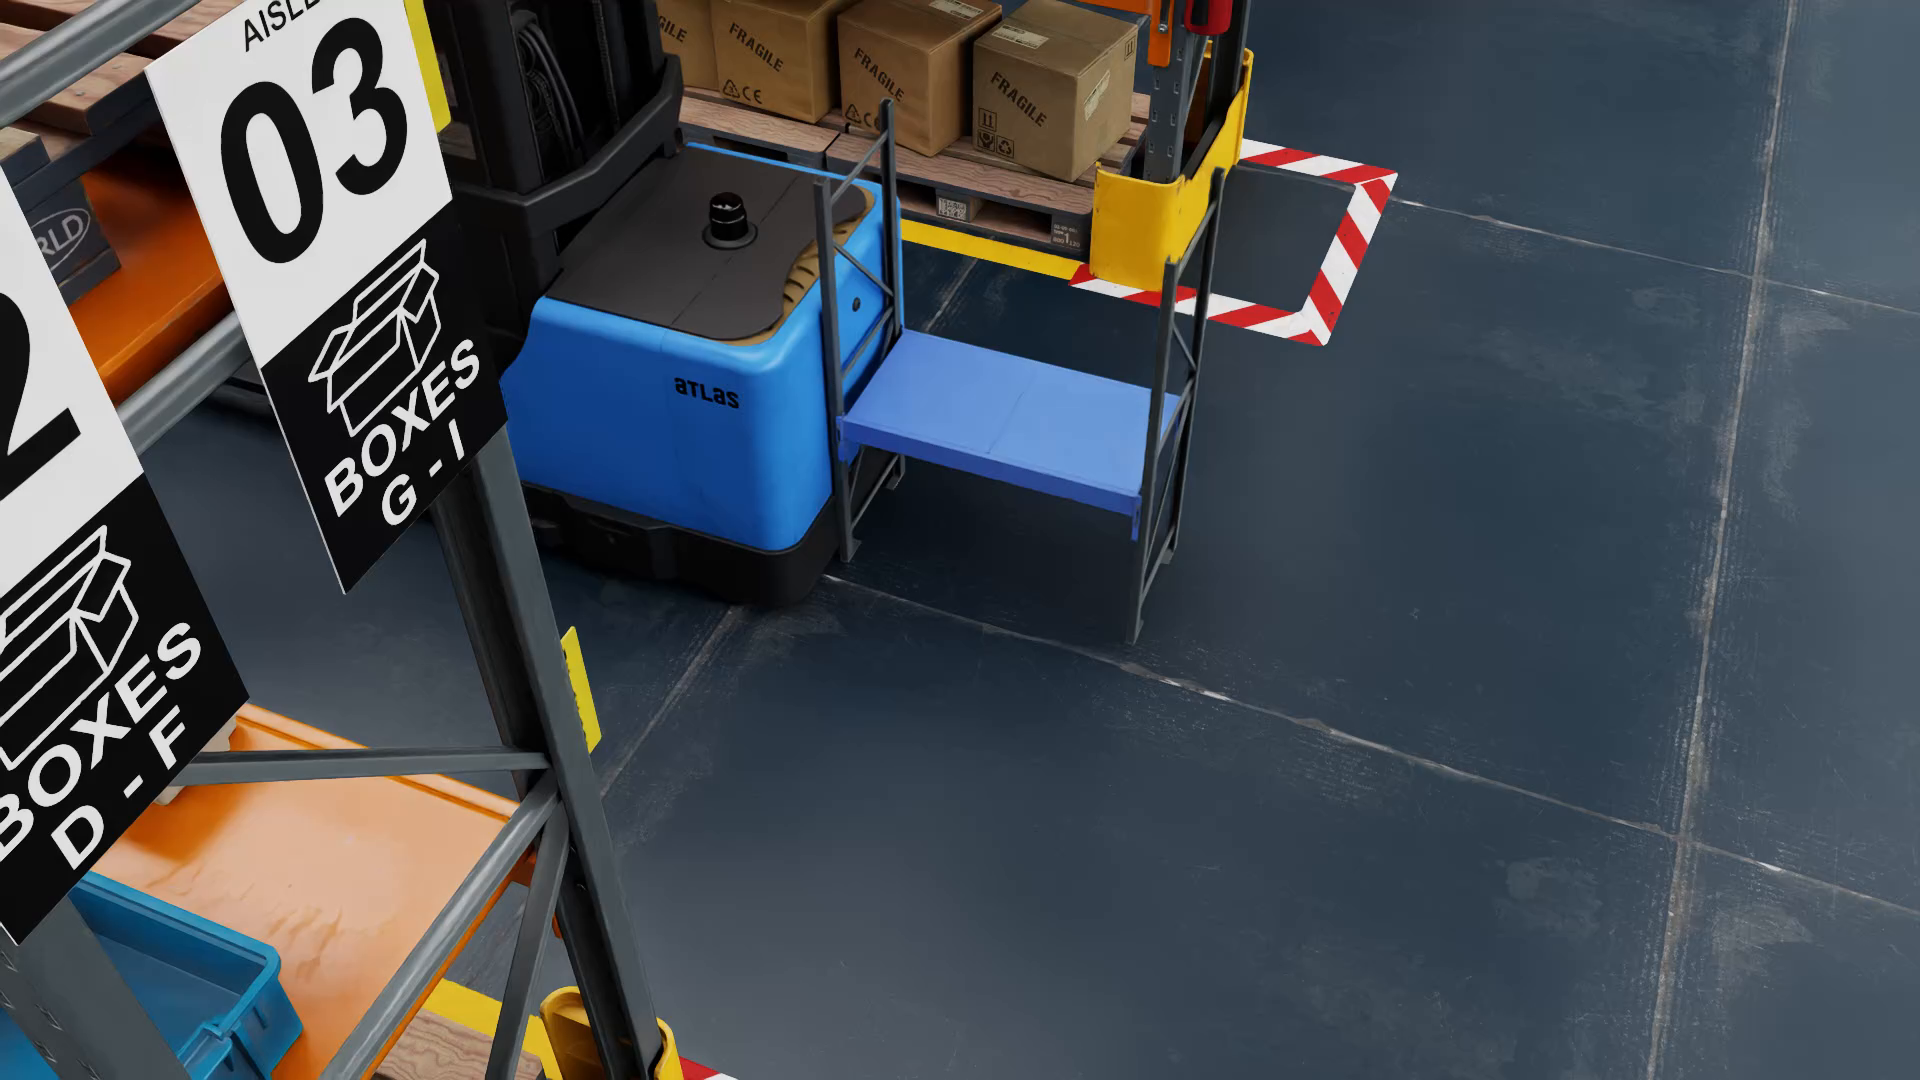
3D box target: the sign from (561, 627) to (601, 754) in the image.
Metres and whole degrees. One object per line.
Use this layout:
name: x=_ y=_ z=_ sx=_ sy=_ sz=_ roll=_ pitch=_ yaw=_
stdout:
sign: x=-0.725 y=0.304 z=3.121 sx=0.005 sy=0.325 sz=0.100 roll=16 pitch=47 yaw=16

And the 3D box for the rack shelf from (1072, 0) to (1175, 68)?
rack shelf: x=-0.880 y=-2.753 z=6.900 sx=4.000 sy=0.370 sz=1.077 roll=16 pitch=47 yaw=16

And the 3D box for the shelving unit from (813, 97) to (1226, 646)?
shelving unit: x=0.170 y=-0.487 z=5.176 sx=1.048 sy=1.500 sz=0.538 roll=16 pitch=47 yaw=15

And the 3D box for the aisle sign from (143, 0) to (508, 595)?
aisle sign: x=-0.762 y=-0.333 z=2.115 sx=0.004 sy=0.787 sz=0.394 roll=16 pitch=47 yaw=16

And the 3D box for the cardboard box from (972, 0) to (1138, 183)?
cardboard box: x=0.396 y=-1.908 z=7.015 sx=0.500 sy=0.500 sz=0.500 roll=25 pitch=50 yaw=23

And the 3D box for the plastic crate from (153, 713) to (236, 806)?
plastic crate: x=-1.643 y=0.401 z=3.408 sx=0.250 sy=0.136 sz=0.298 roll=16 pitch=47 yaw=16

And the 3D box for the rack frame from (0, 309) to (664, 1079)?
rack frame: x=-0.941 y=0.760 z=2.860 sx=0.127 sy=3.000 sz=1.000 roll=16 pitch=47 yaw=16

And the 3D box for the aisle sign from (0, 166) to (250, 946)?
aisle sign: x=-0.989 y=0.051 z=1.729 sx=0.004 sy=0.787 sz=0.394 roll=16 pitch=47 yaw=16

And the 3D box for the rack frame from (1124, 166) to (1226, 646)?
rack frame: x=0.642 y=-0.354 z=5.043 sx=0.032 sy=1.500 sz=0.500 roll=16 pitch=47 yaw=15

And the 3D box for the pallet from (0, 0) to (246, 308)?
pallet: x=-1.667 y=-0.525 z=2.158 sx=1.213 sy=0.211 sz=1.003 roll=16 pitch=47 yaw=16

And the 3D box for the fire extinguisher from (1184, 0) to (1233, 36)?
fire extinguisher: x=0.894 y=-2.106 z=5.795 sx=0.183 sy=0.674 sz=0.296 roll=16 pitch=47 yaw=16

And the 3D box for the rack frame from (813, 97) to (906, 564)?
rack frame: x=-0.303 y=-0.619 z=5.309 sx=0.032 sy=1.500 sz=0.500 roll=16 pitch=47 yaw=15

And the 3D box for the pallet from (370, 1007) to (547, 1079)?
pallet: x=-1.777 y=1.534 z=4.059 sx=1.213 sy=0.211 sz=1.003 roll=16 pitch=47 yaw=16

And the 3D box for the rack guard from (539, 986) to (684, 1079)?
rack guard: x=-1.030 y=1.656 z=3.732 sx=0.348 sy=0.500 sz=1.175 roll=16 pitch=47 yaw=16

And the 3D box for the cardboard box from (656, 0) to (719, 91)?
cardboard box: x=-1.238 y=-2.411 z=7.521 sx=0.500 sy=0.500 sz=0.500 roll=13 pitch=46 yaw=12

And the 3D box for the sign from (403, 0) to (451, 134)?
sign: x=-0.725 y=-0.664 z=2.158 sx=0.005 sy=0.325 sz=0.100 roll=16 pitch=47 yaw=16

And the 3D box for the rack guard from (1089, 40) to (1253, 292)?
rack guard: x=0.895 y=-1.599 z=7.003 sx=0.348 sy=0.500 sz=1.175 roll=16 pitch=47 yaw=16

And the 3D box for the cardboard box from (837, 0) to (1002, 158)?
cardboard box: x=-0.169 y=-2.048 z=7.156 sx=0.500 sy=0.500 sz=0.500 roll=29 pitch=52 yaw=26

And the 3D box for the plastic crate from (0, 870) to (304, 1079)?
plastic crate: x=-1.518 y=0.871 z=2.853 sx=0.616 sy=0.251 sz=0.499 roll=16 pitch=47 yaw=16

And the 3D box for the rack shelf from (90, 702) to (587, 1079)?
rack shelf: x=-2.787 y=0.471 z=3.660 sx=4.000 sy=0.370 sz=1.077 roll=16 pitch=47 yaw=16

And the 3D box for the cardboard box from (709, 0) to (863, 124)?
cardboard box: x=-0.740 y=-2.230 z=7.339 sx=0.500 sy=0.500 sz=0.500 roll=21 pitch=48 yaw=19

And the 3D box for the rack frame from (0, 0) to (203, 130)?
rack frame: x=-0.941 y=-1.367 z=0.744 sx=0.127 sy=3.000 sz=1.000 roll=16 pitch=47 yaw=16

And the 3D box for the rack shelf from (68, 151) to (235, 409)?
rack shelf: x=-2.787 y=-0.592 z=2.602 sx=4.000 sy=0.370 sz=1.077 roll=16 pitch=47 yaw=16

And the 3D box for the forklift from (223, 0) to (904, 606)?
forklift: x=-1.747 y=-1.489 z=5.168 sx=3.031 sy=2.935 sz=1.130 roll=16 pitch=47 yaw=15

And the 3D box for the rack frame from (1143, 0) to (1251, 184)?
rack frame: x=0.966 y=-2.465 z=6.100 sx=0.127 sy=3.000 sz=1.000 roll=16 pitch=47 yaw=16

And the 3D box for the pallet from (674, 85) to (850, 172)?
pallet: x=-0.963 y=-2.073 z=7.684 sx=1.213 sy=0.211 sz=1.003 roll=16 pitch=47 yaw=16

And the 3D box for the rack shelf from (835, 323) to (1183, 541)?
rack shelf: x=0.170 y=-0.359 z=5.303 sx=1.000 sy=0.185 sz=0.538 roll=16 pitch=47 yaw=15

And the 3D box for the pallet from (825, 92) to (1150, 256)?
pallet: x=0.159 y=-1.740 z=7.350 sx=1.213 sy=0.211 sz=1.003 roll=16 pitch=47 yaw=16
